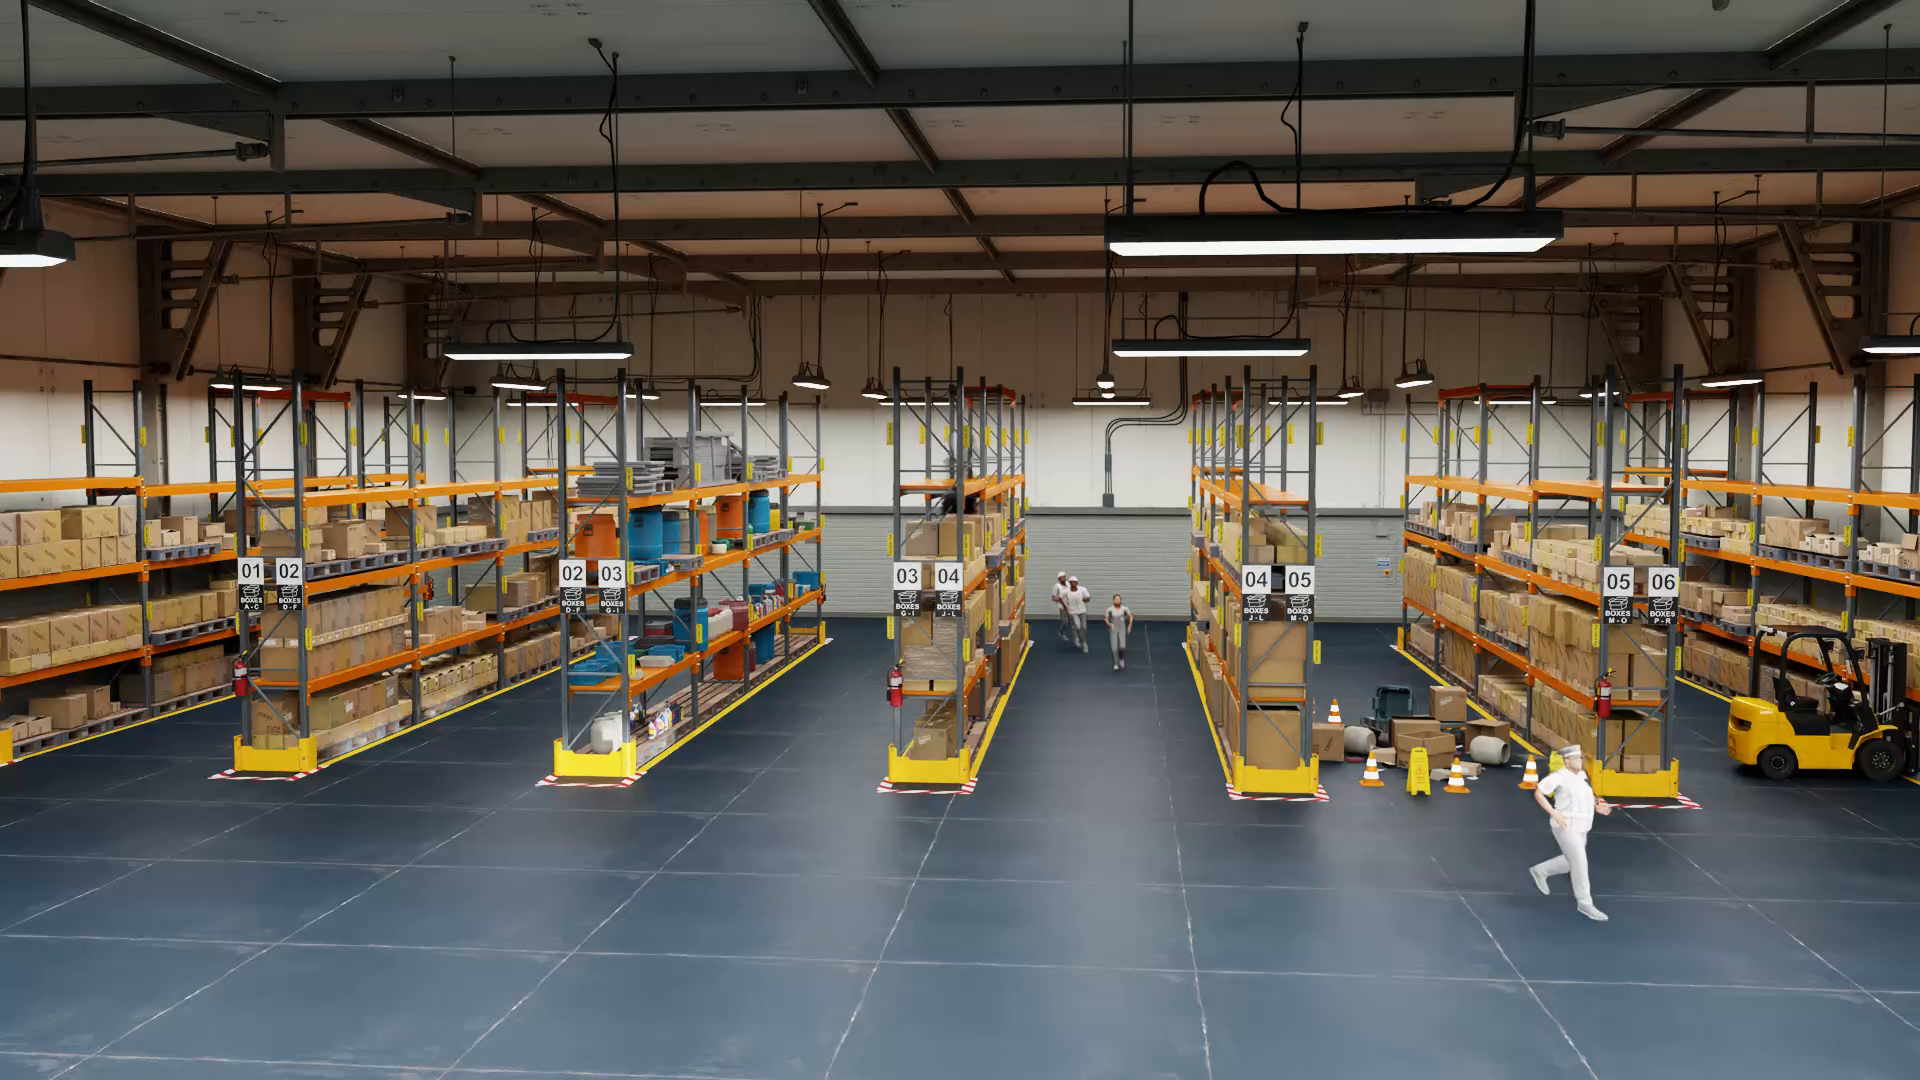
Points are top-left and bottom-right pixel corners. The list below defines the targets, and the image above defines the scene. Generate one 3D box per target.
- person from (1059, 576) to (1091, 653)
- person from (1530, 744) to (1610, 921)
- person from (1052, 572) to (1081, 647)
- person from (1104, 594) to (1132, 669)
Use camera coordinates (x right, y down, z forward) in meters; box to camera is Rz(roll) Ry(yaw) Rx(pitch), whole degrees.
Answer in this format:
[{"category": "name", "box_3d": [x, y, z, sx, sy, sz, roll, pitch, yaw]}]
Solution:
[{"category": "person", "box_3d": [2.704, 1.724, 38.835, 0.701, 1.782, 0.786, -1, 4, -10]}, {"category": "person", "box_3d": [6.422, 3.032, 17.553, 0.664, 1.791, 0.951, -3, 5, -40]}, {"category": "person", "box_3d": [2.531, 1.640, 39.794, 0.718, 1.771, 0.906, -2, 4, -27]}, {"category": "person", "box_3d": [3.389, 1.968, 35.531, 0.603, 1.624, 0.569, 0, 4, 3]}]
